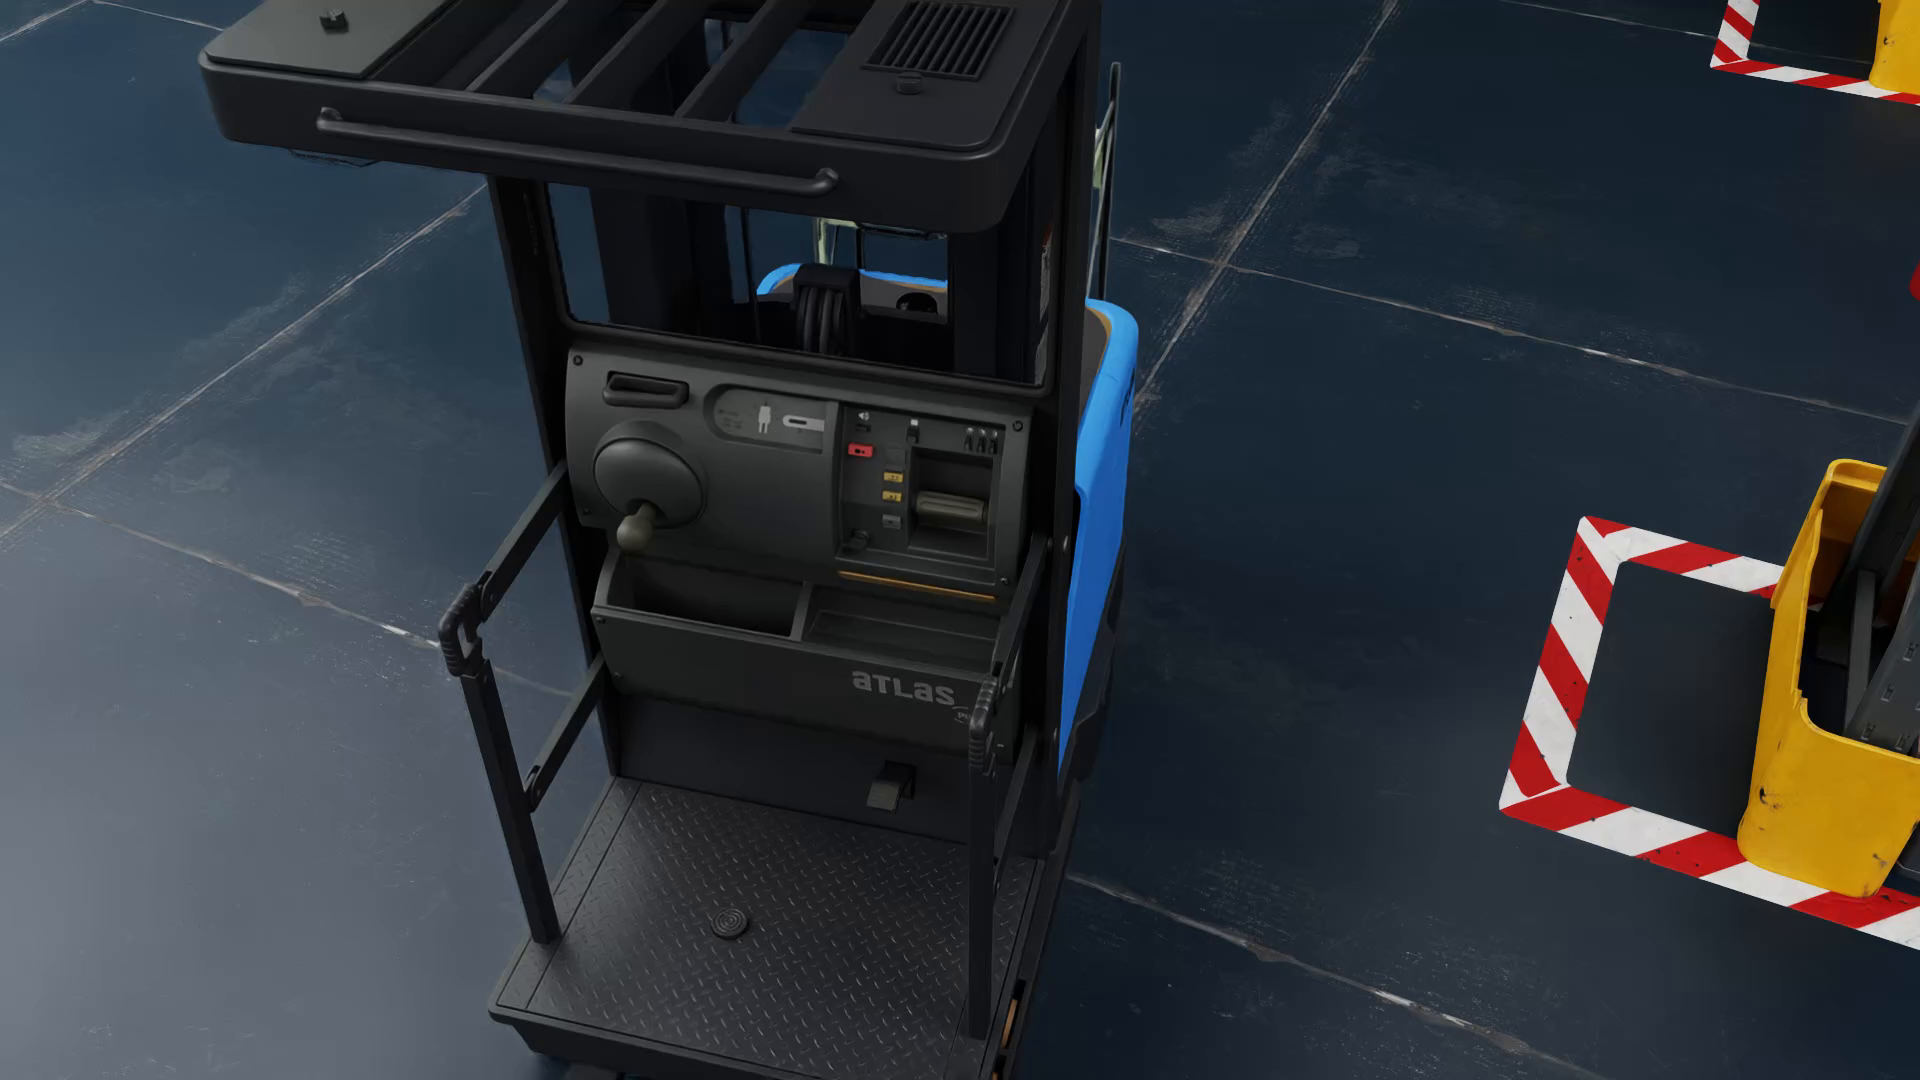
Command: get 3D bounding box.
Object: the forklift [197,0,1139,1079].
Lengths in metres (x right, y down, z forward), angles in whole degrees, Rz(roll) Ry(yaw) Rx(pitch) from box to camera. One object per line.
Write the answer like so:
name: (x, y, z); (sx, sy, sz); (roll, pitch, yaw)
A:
forklift: (-0.376, -0.051, 3.072); (1.130, 2.935, 3.031); (9, 42, 11)

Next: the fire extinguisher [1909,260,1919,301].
fire extinguisher: (2.516, -0.880, 4.034); (0.183, 0.674, 0.296); (17, 44, 19)

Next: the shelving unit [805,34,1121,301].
shelving unit: (0.015, -0.636, 4.838); (0.755, 1.500, 0.431); (9, 42, 11)

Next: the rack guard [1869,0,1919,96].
rack guard: (4.587, -2.576, 7.841); (0.348, 0.500, 1.175); (17, 44, 19)

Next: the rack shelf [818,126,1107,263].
rack shelf: (0.015, -0.931, 4.583); (0.720, 0.370, 0.431); (9, 42, 11)

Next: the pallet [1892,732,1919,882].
pallet: (3.138, 0.640, 4.350); (1.213, 0.211, 1.003); (17, 44, 19)

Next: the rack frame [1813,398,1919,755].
rack frame: (2.427, -0.601, 3.653); (0.127, 3.000, 1.000); (17, 44, 19)

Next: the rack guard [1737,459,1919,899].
rack guard: (2.405, 0.337, 4.479); (0.348, 0.500, 1.175); (17, 44, 19)

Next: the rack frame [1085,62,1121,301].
rack frame: (0.370, -0.578, 4.771); (0.023, 1.500, 0.400); (9, 42, 11)

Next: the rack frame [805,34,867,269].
rack frame: (-0.340, -0.694, 4.905); (0.023, 1.500, 0.400); (9, 42, 11)
